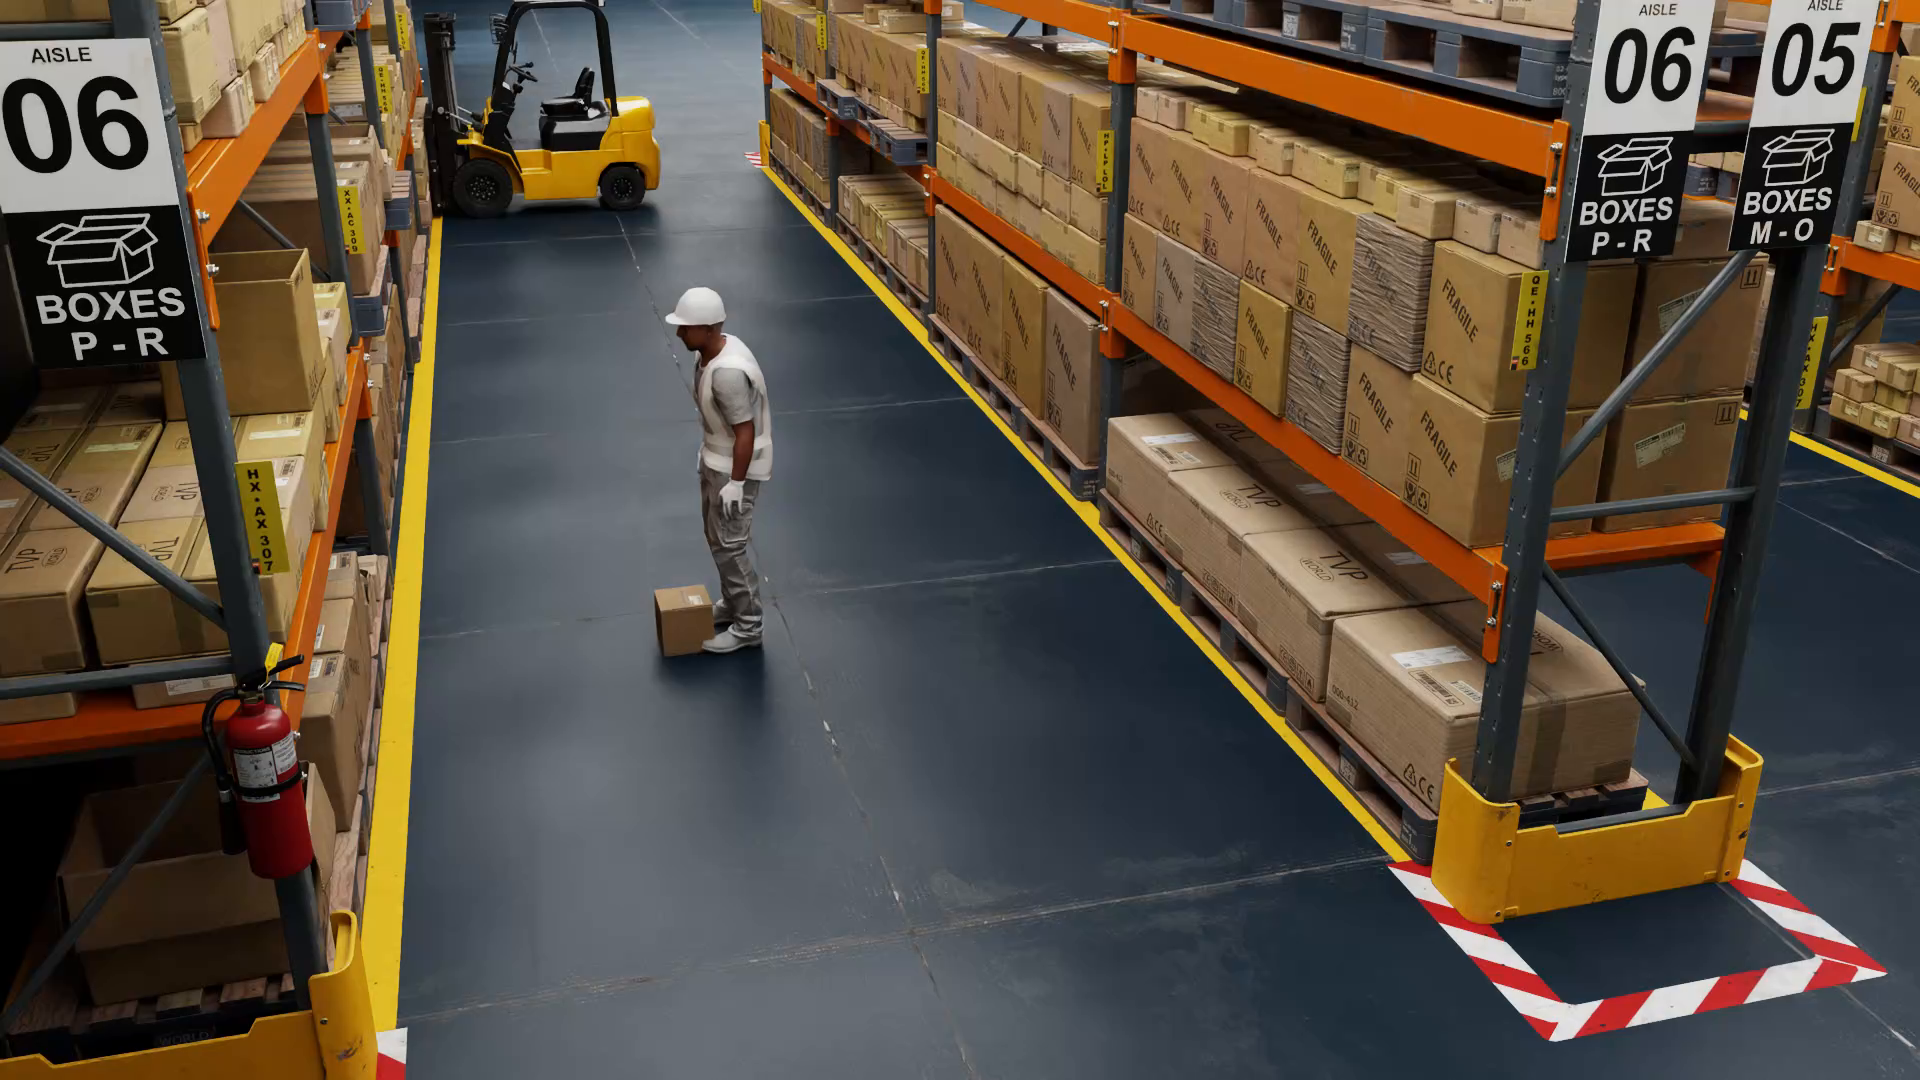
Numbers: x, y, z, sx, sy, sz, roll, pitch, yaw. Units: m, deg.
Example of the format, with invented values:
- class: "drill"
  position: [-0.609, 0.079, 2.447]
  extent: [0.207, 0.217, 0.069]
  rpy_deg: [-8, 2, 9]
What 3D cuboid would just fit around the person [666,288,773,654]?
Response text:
- class: "person"
  position: [-1.123, -0.337, 7.888]
  extent: [0.452, 1.772, 0.615]
  rpy_deg: [-7, 24, -17]
